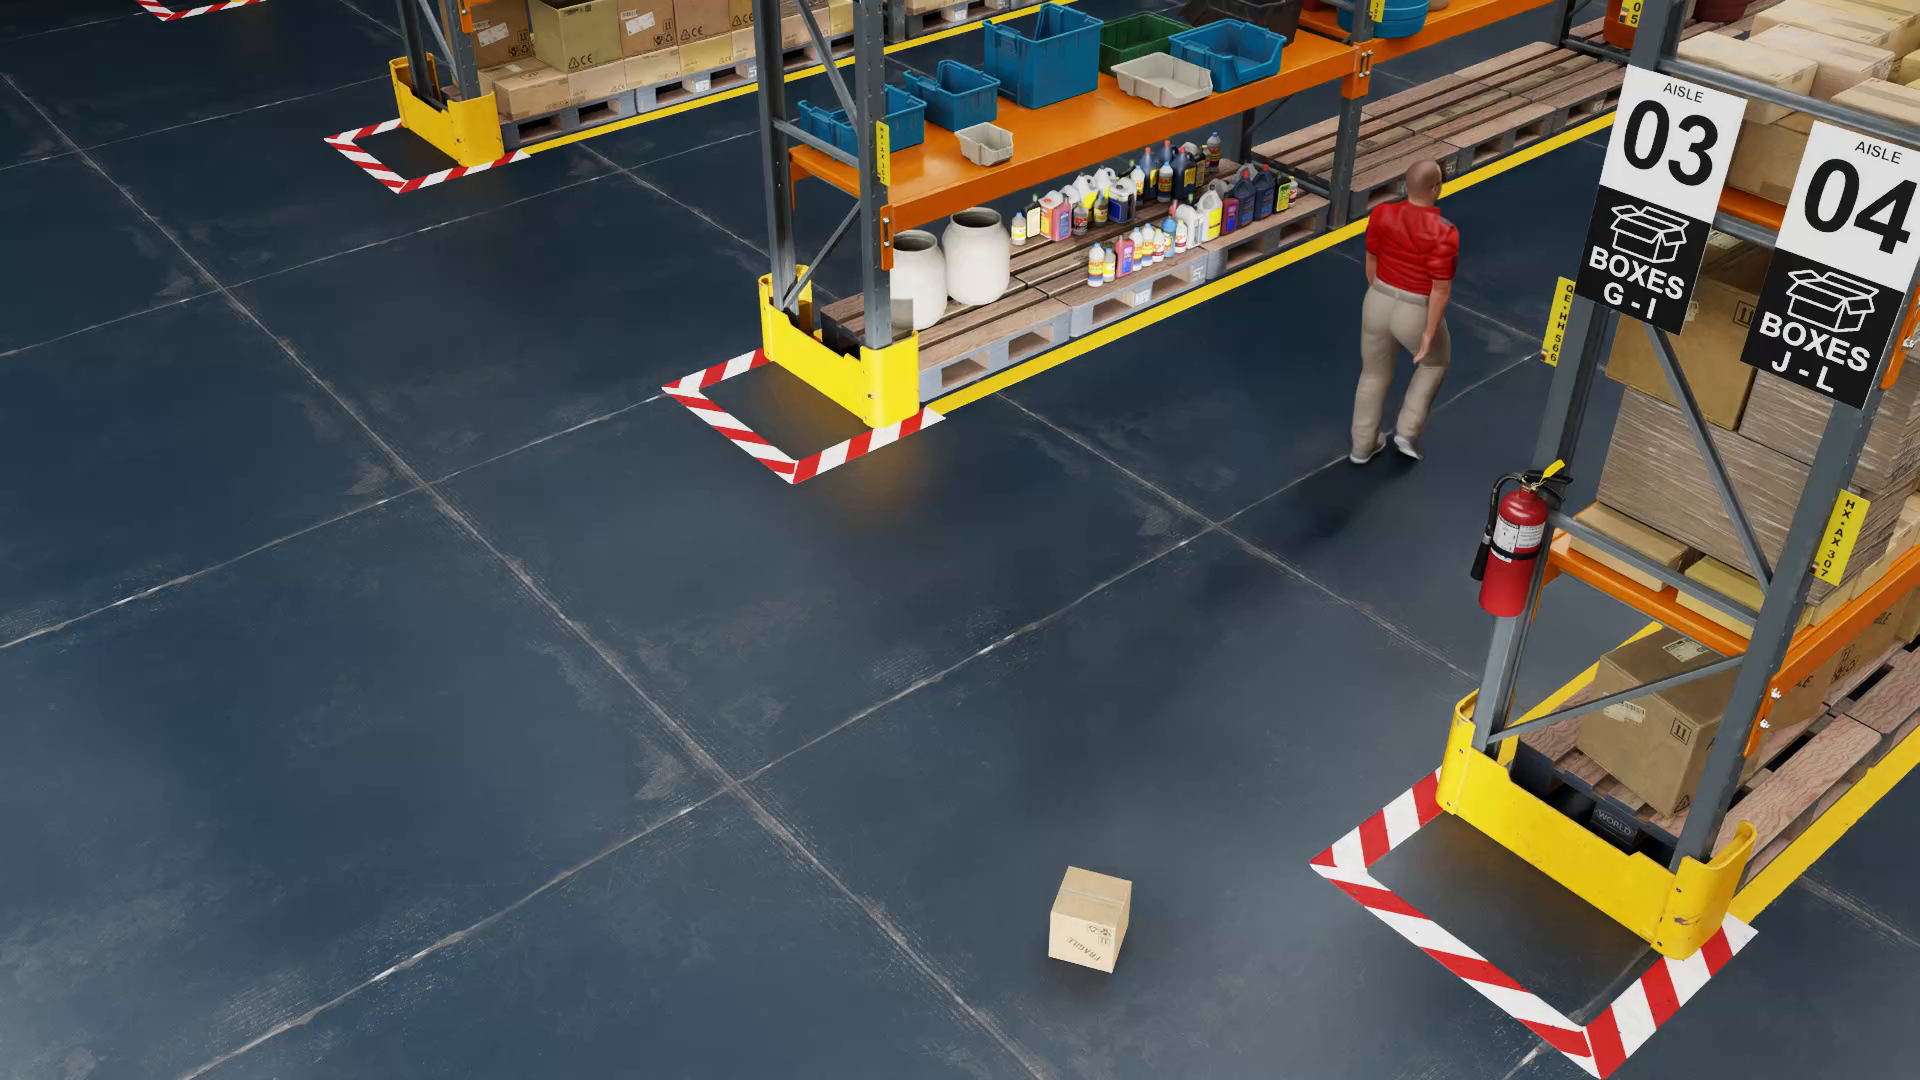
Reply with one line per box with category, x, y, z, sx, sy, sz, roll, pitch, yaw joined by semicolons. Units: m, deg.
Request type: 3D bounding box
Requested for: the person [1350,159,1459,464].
person;2.343;-1.172;8.754;0.527;1.786;0.506;24;42;29
